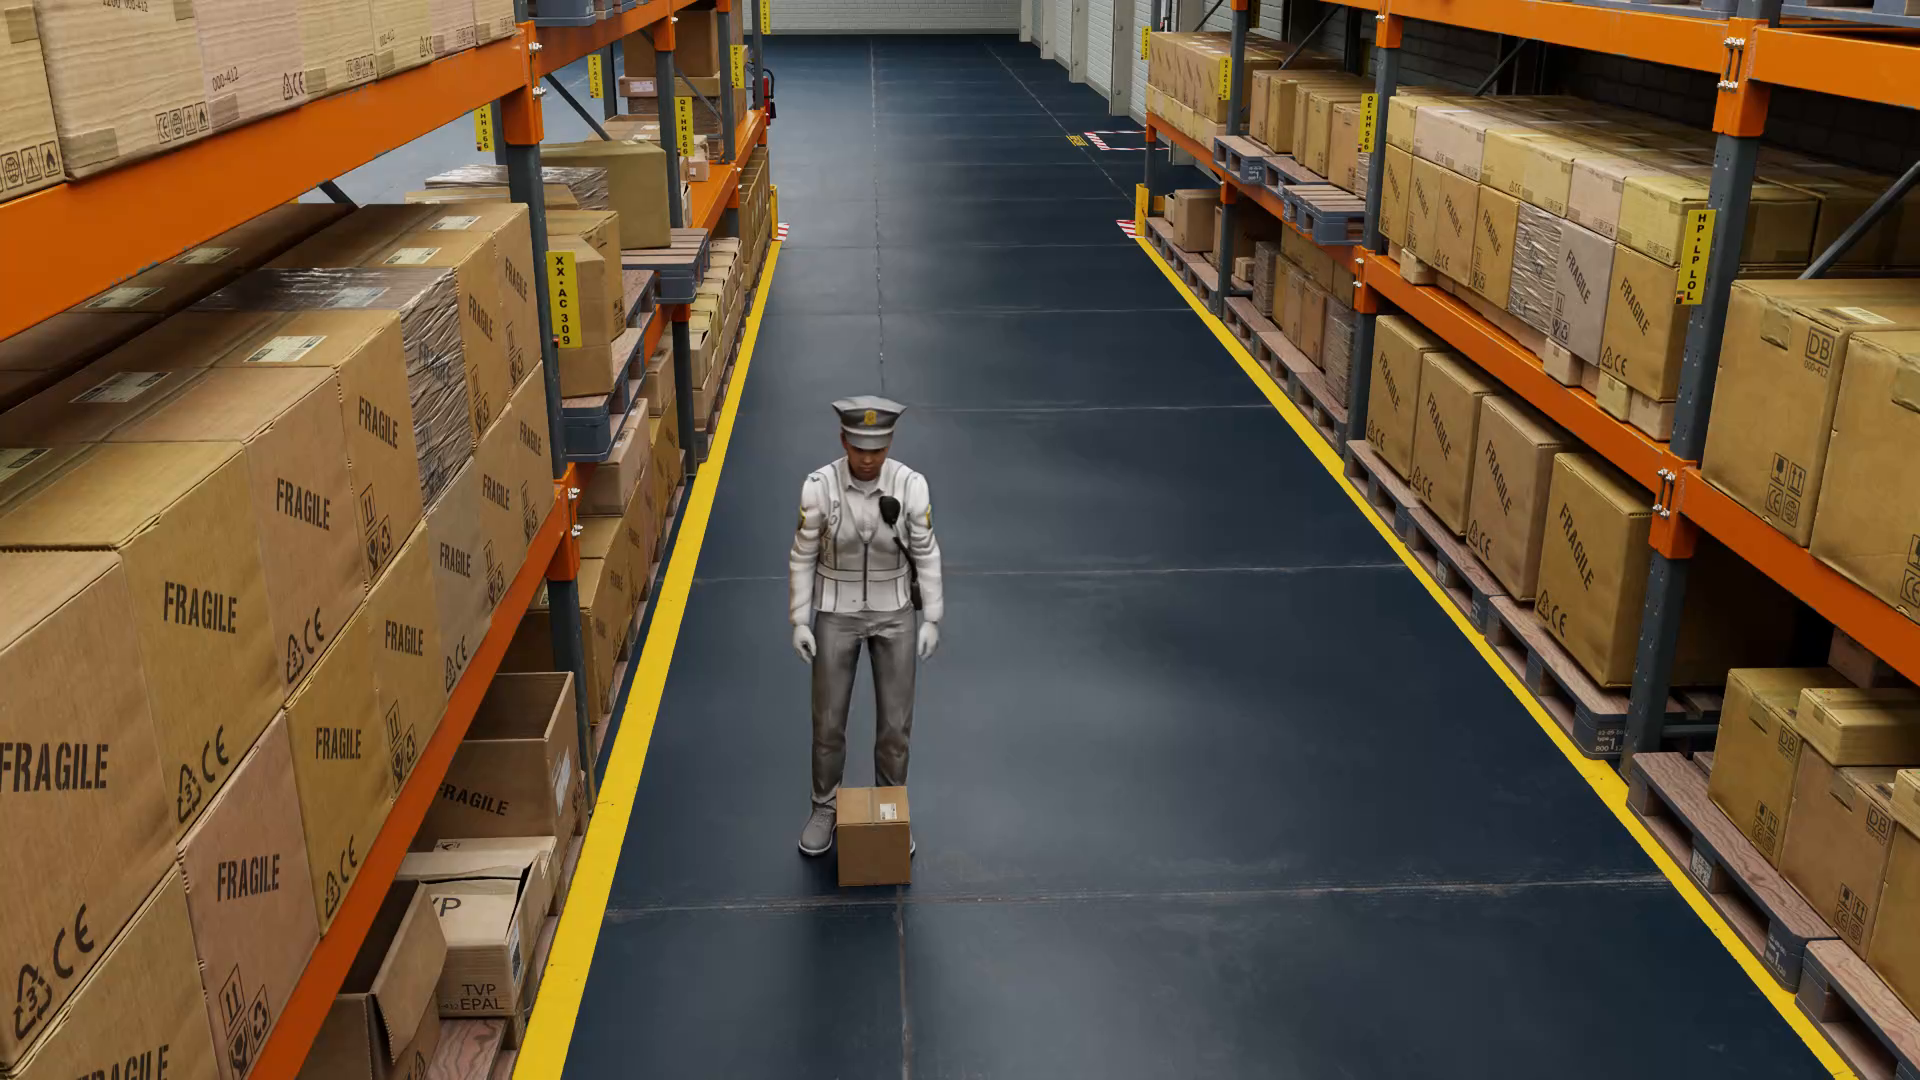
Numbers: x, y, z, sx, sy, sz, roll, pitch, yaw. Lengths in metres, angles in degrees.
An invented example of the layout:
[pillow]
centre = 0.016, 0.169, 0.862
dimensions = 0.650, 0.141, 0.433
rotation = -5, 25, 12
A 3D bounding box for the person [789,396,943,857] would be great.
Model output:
[person]
centre = -0.324, 0.296, 5.780
dimensions = 0.533, 1.663, 0.404
rotation = -1, 21, -4
